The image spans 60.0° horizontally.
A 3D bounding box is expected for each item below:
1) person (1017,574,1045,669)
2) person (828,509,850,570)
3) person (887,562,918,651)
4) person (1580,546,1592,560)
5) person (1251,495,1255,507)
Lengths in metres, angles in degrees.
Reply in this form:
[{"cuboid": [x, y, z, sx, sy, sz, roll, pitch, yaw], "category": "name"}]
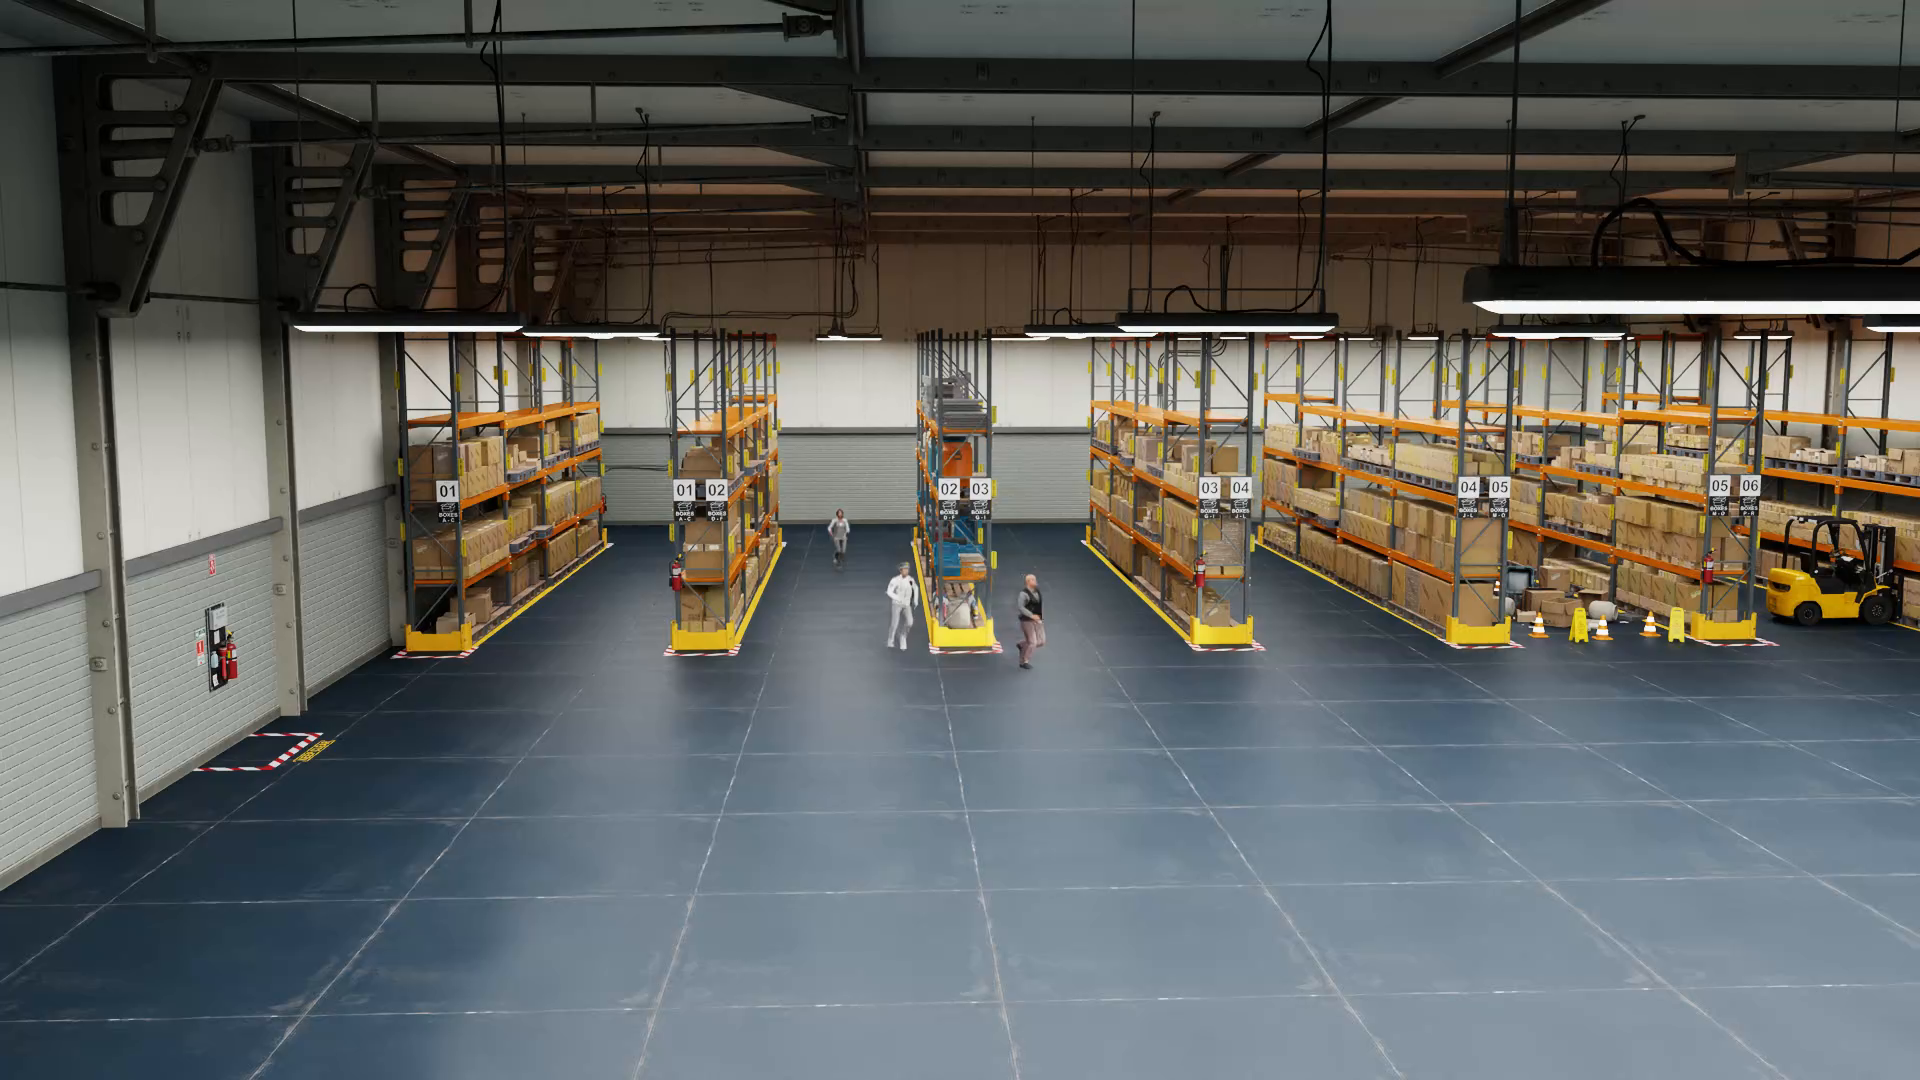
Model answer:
[{"cuboid": [1.252, 1.439, 29.411, 0.645, 1.689, 0.680, 5, 9, 38], "category": "person"}, {"cuboid": [-3.034, -0.002, 42.066, 0.529, 1.558, 0.534, -2, 7, -18], "category": "person"}, {"cuboid": [-1.058, 1.238, 31.169, 0.672, 1.685, 0.624, -3, 7, -21], "category": "person"}, {"cuboid": [16.629, -0.266, 44.004, 0.601, 1.623, 0.727, -1, 7, -11], "category": "person"}, {"cuboid": [8.200, -0.810, 48.514, 0.846, 1.674, 0.646, -6, 9, -42], "category": "person"}]
